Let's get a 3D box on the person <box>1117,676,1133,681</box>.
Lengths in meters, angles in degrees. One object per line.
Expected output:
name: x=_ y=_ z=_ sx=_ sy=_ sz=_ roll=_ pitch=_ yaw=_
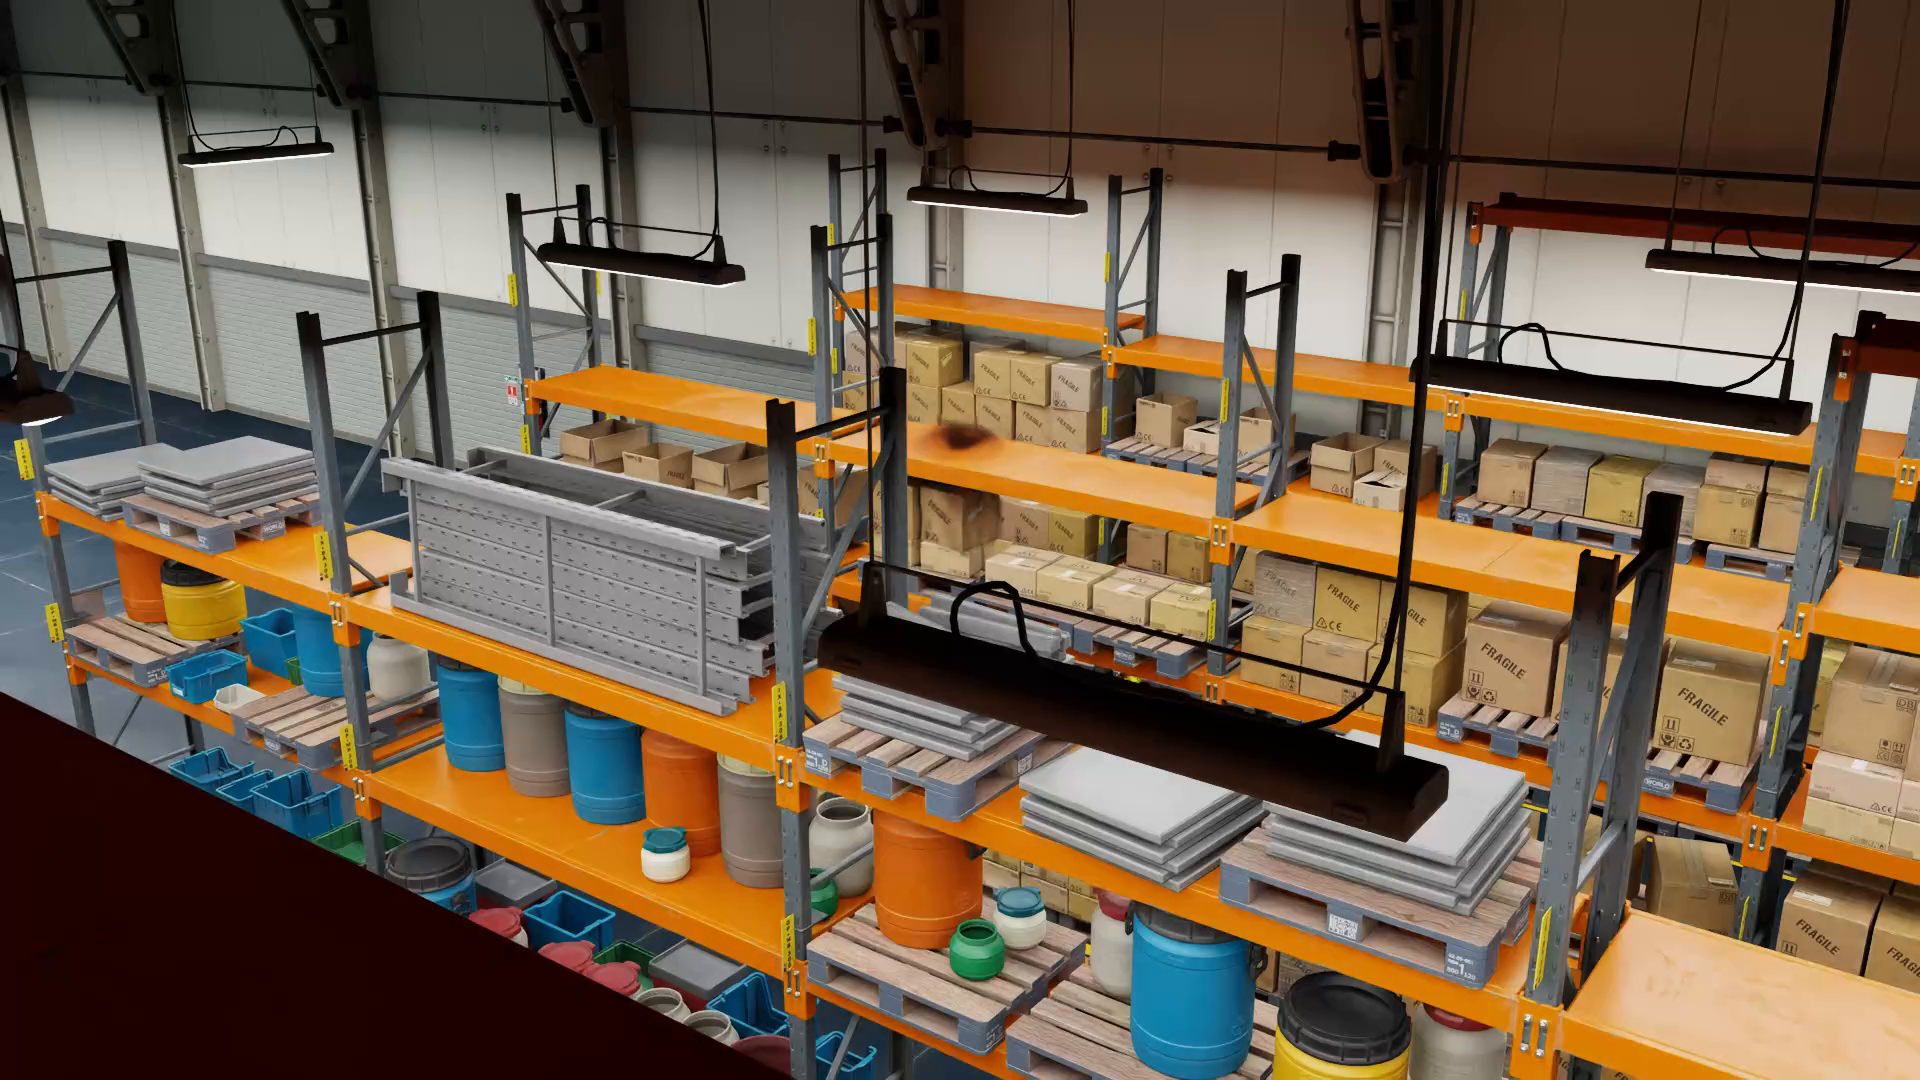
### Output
person: x=1.639 y=1.486 z=16.656 sx=0.429 sy=0.865 sz=0.635 roll=12 pitch=22 yaw=31
